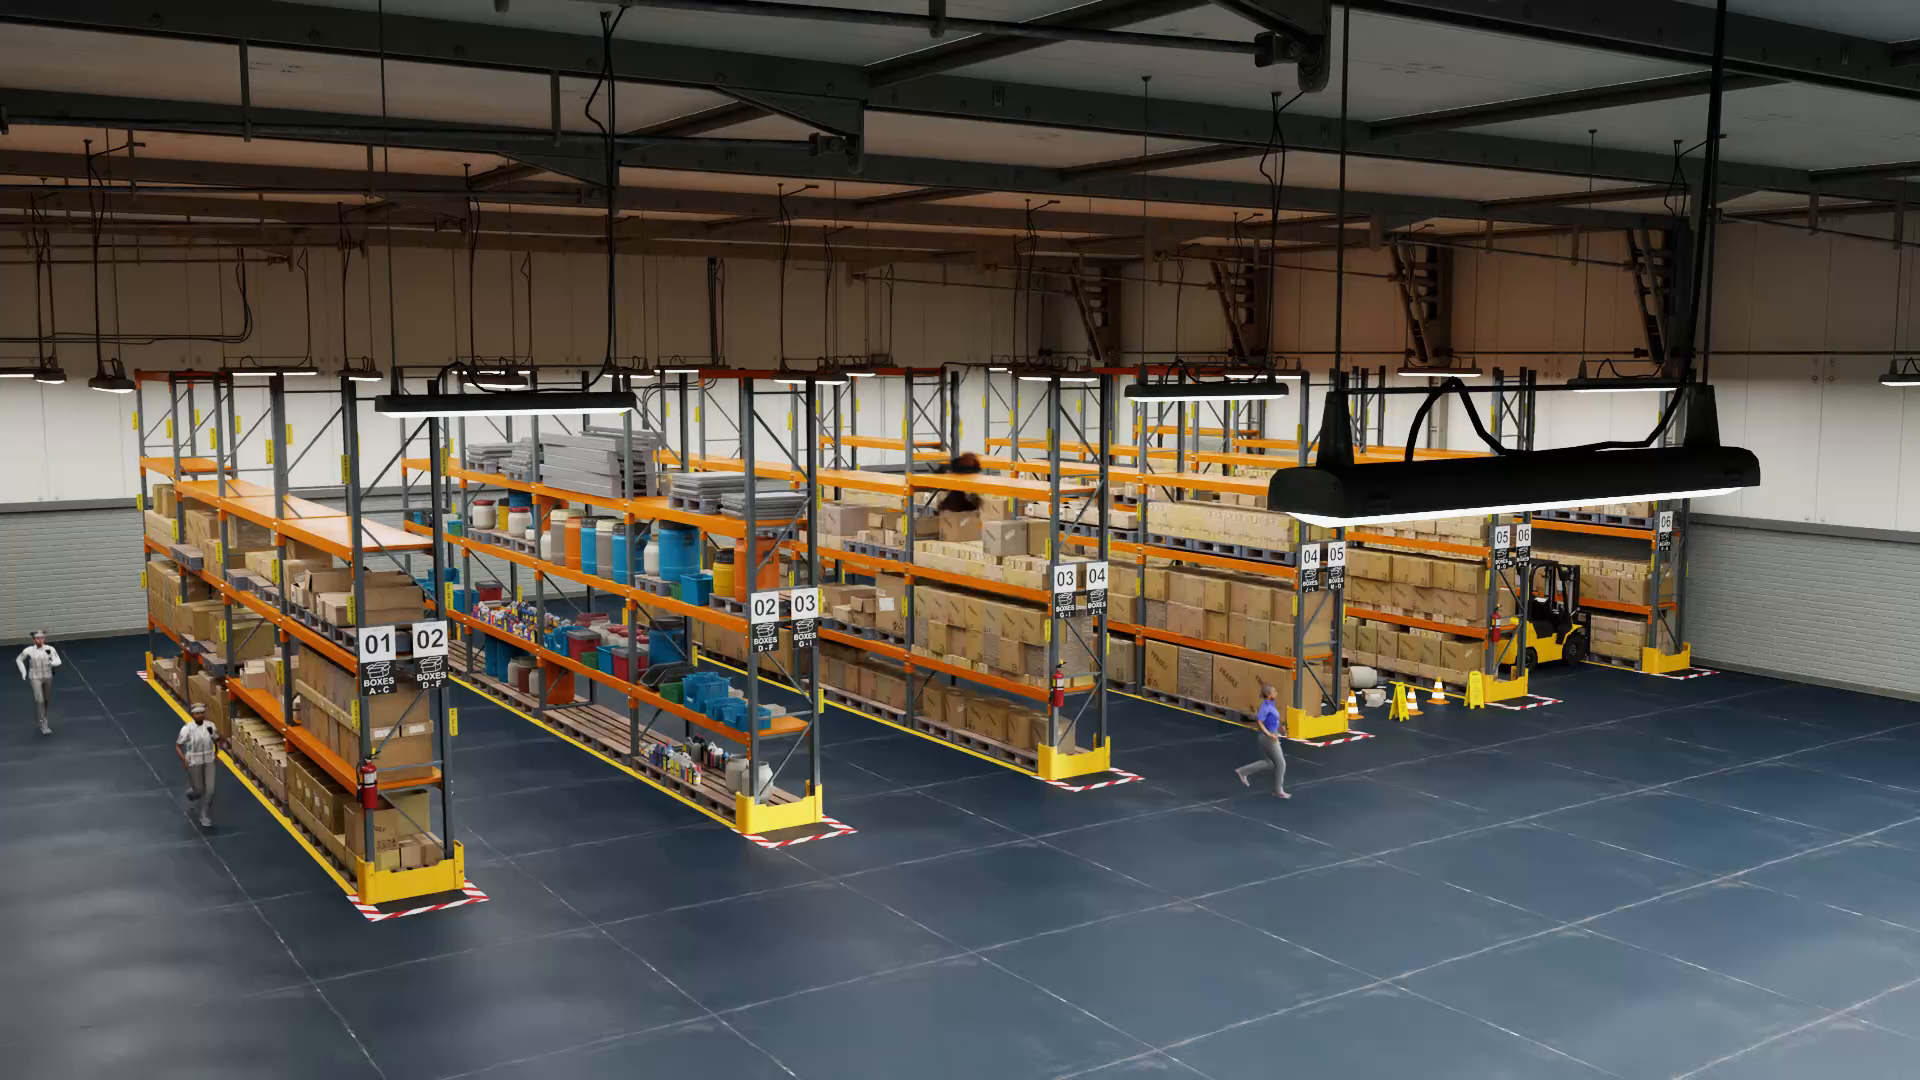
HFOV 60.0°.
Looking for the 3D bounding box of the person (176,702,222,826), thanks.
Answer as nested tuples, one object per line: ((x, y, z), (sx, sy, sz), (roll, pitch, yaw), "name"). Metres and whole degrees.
((-10.247, 2.997, 22.434), (0.582, 1.660, 0.578), (-5, 8, -39), "person")

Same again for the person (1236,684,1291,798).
((4.339, 2.868, 23.676), (0.792, 1.648, 0.578), (1, 6, 4), "person")

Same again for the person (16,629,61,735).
((-15.362, 2.335, 27.810), (0.873, 1.709, 0.600), (6, 9, 44), "person")
